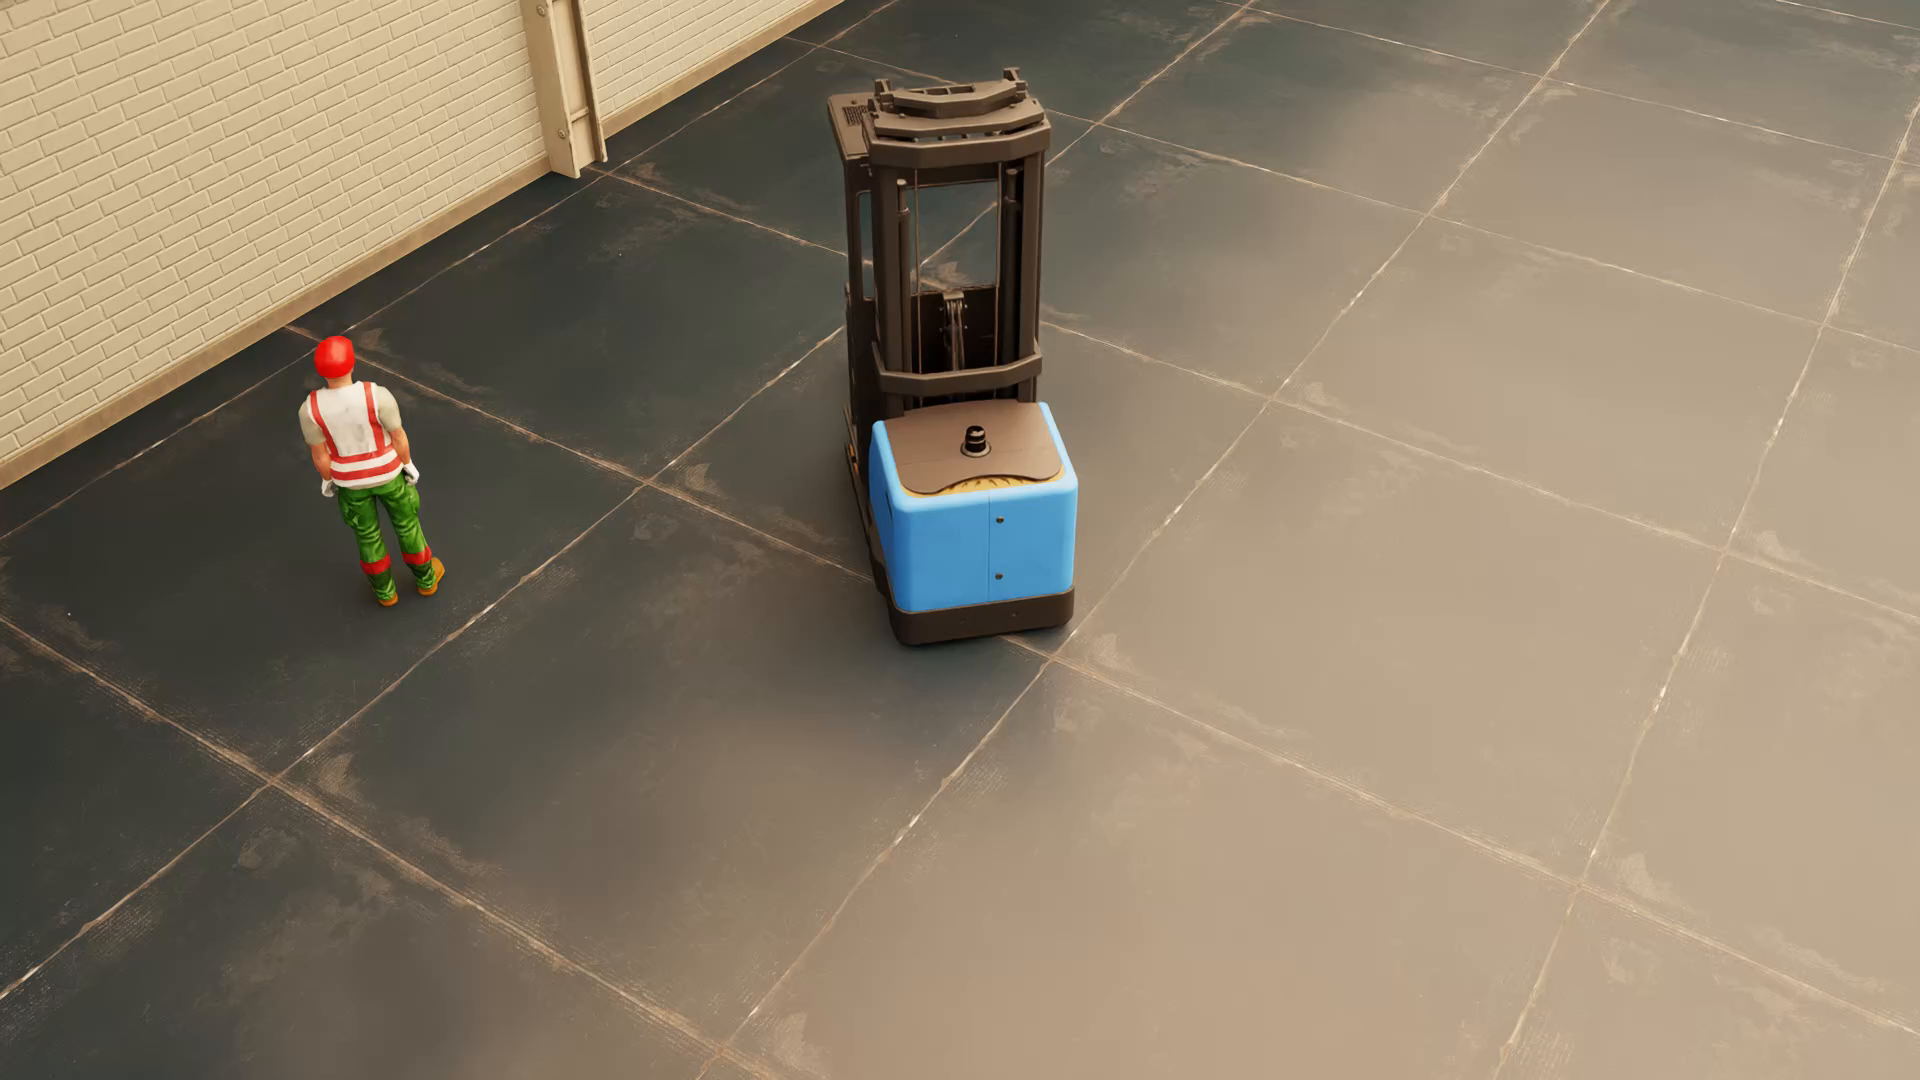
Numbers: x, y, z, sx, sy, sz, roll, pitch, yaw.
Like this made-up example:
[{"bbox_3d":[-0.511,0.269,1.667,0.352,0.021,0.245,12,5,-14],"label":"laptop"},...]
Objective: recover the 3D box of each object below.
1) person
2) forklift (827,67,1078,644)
[{"bbox_3d":[-3.313,-0.385,9.304,0.528,1.795,0.369,-12,42,-13],"label":"person"},{"bbox_3d":[-0.131,-1.484,9.719,1.130,2.935,3.031,-7,41,-8],"label":"forklift"}]
